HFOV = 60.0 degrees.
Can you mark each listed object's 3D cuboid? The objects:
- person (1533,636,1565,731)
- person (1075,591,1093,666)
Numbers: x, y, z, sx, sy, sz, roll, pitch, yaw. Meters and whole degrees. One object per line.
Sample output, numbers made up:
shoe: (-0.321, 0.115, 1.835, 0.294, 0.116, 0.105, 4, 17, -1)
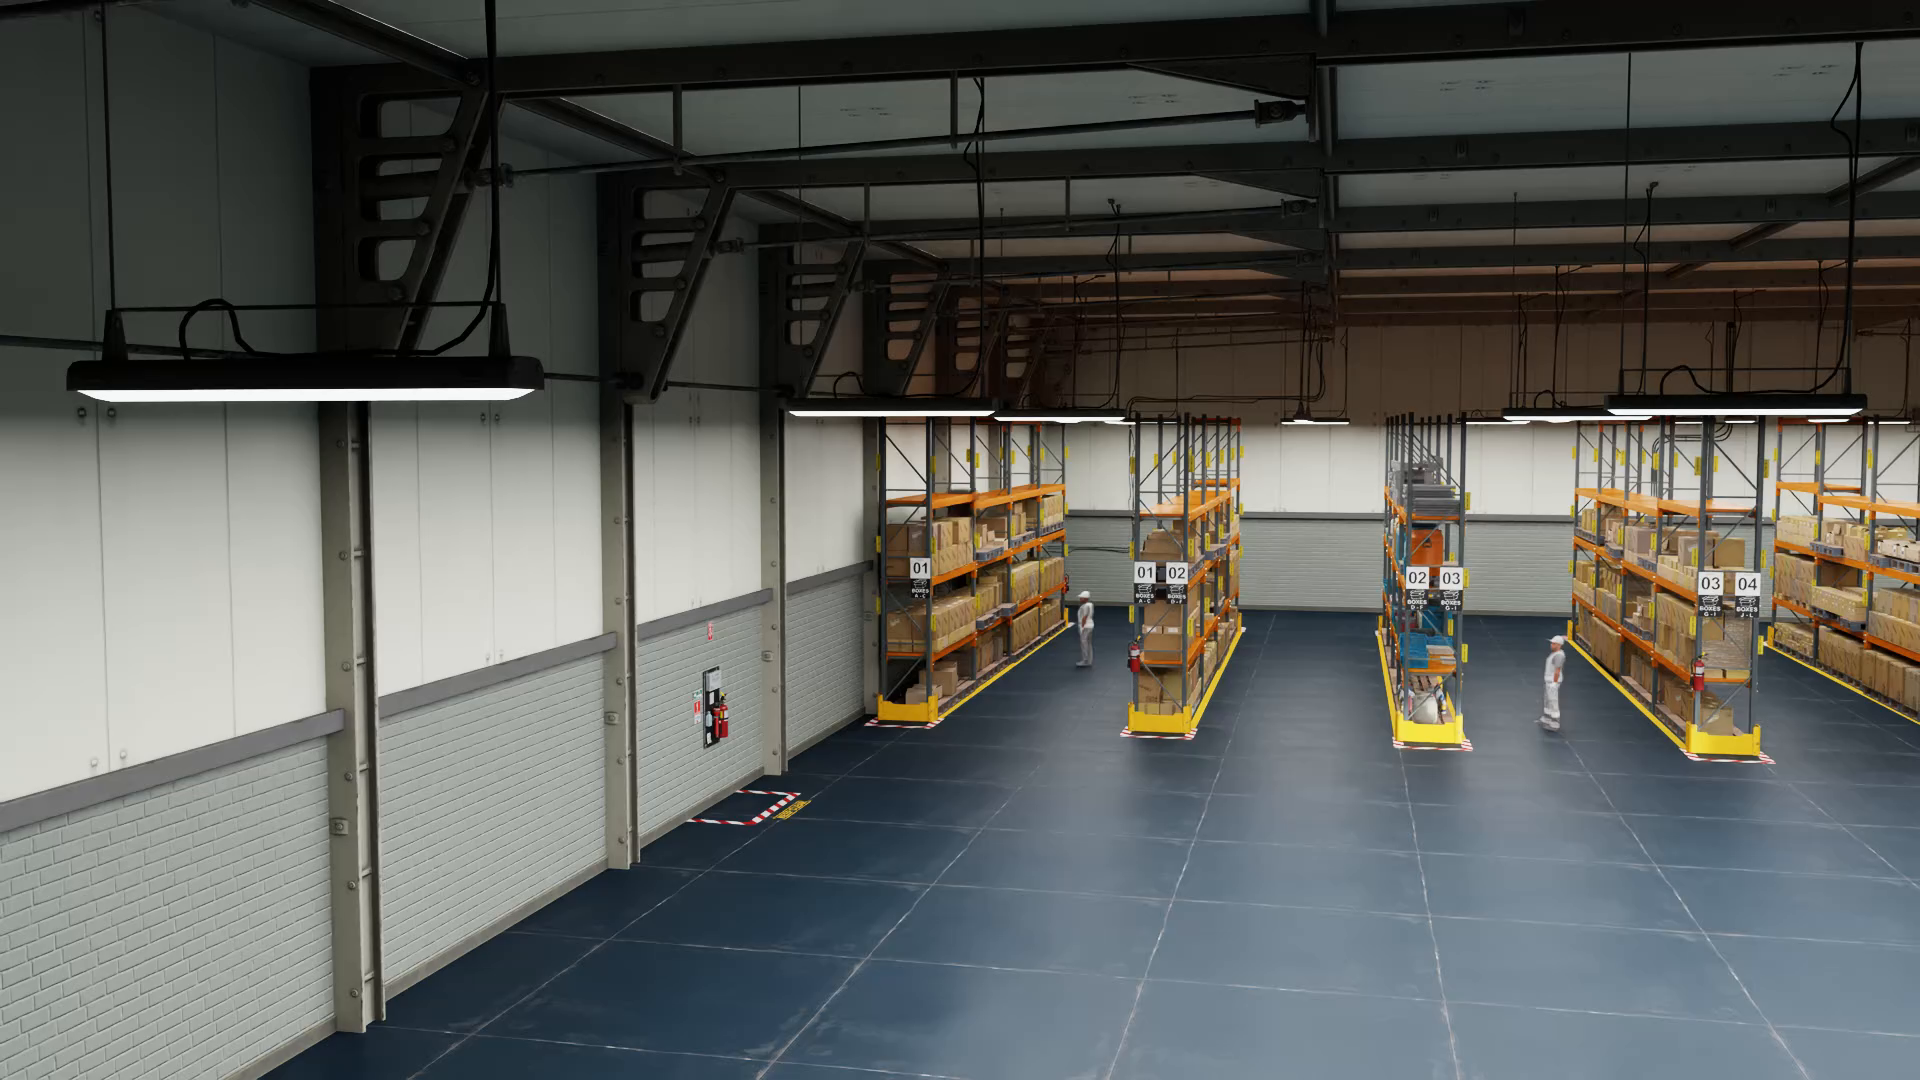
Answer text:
person: (11.183, 2.700, 31.603, 0.615, 1.789, 0.583, 2, 4, 28)
person: (2.987, 2.118, 39.899, 0.399, 1.786, 0.640, 1, 4, 18)
